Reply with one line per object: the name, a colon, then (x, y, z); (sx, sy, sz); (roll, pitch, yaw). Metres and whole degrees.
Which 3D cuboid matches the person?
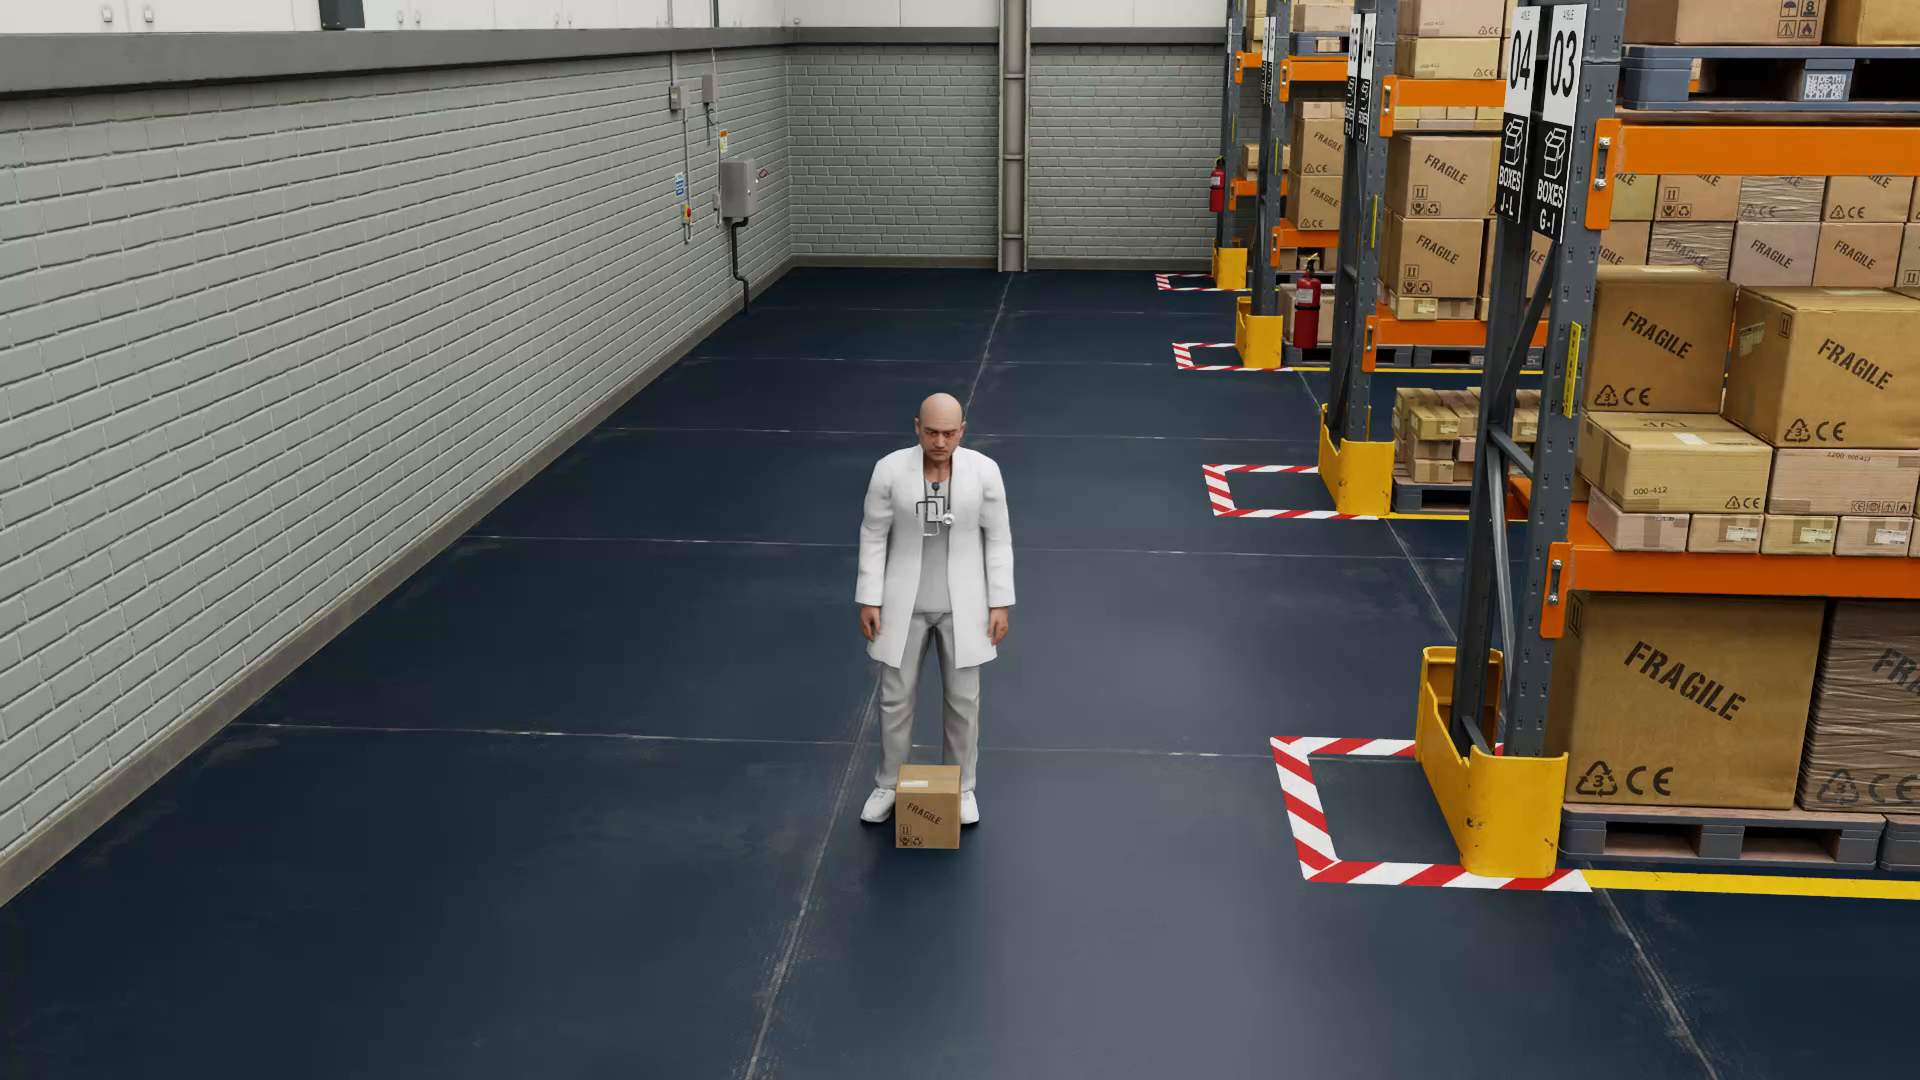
person: (-0.100, 0.271, 6.703); (0.648, 1.772, 0.429); (0, 17, 1)
